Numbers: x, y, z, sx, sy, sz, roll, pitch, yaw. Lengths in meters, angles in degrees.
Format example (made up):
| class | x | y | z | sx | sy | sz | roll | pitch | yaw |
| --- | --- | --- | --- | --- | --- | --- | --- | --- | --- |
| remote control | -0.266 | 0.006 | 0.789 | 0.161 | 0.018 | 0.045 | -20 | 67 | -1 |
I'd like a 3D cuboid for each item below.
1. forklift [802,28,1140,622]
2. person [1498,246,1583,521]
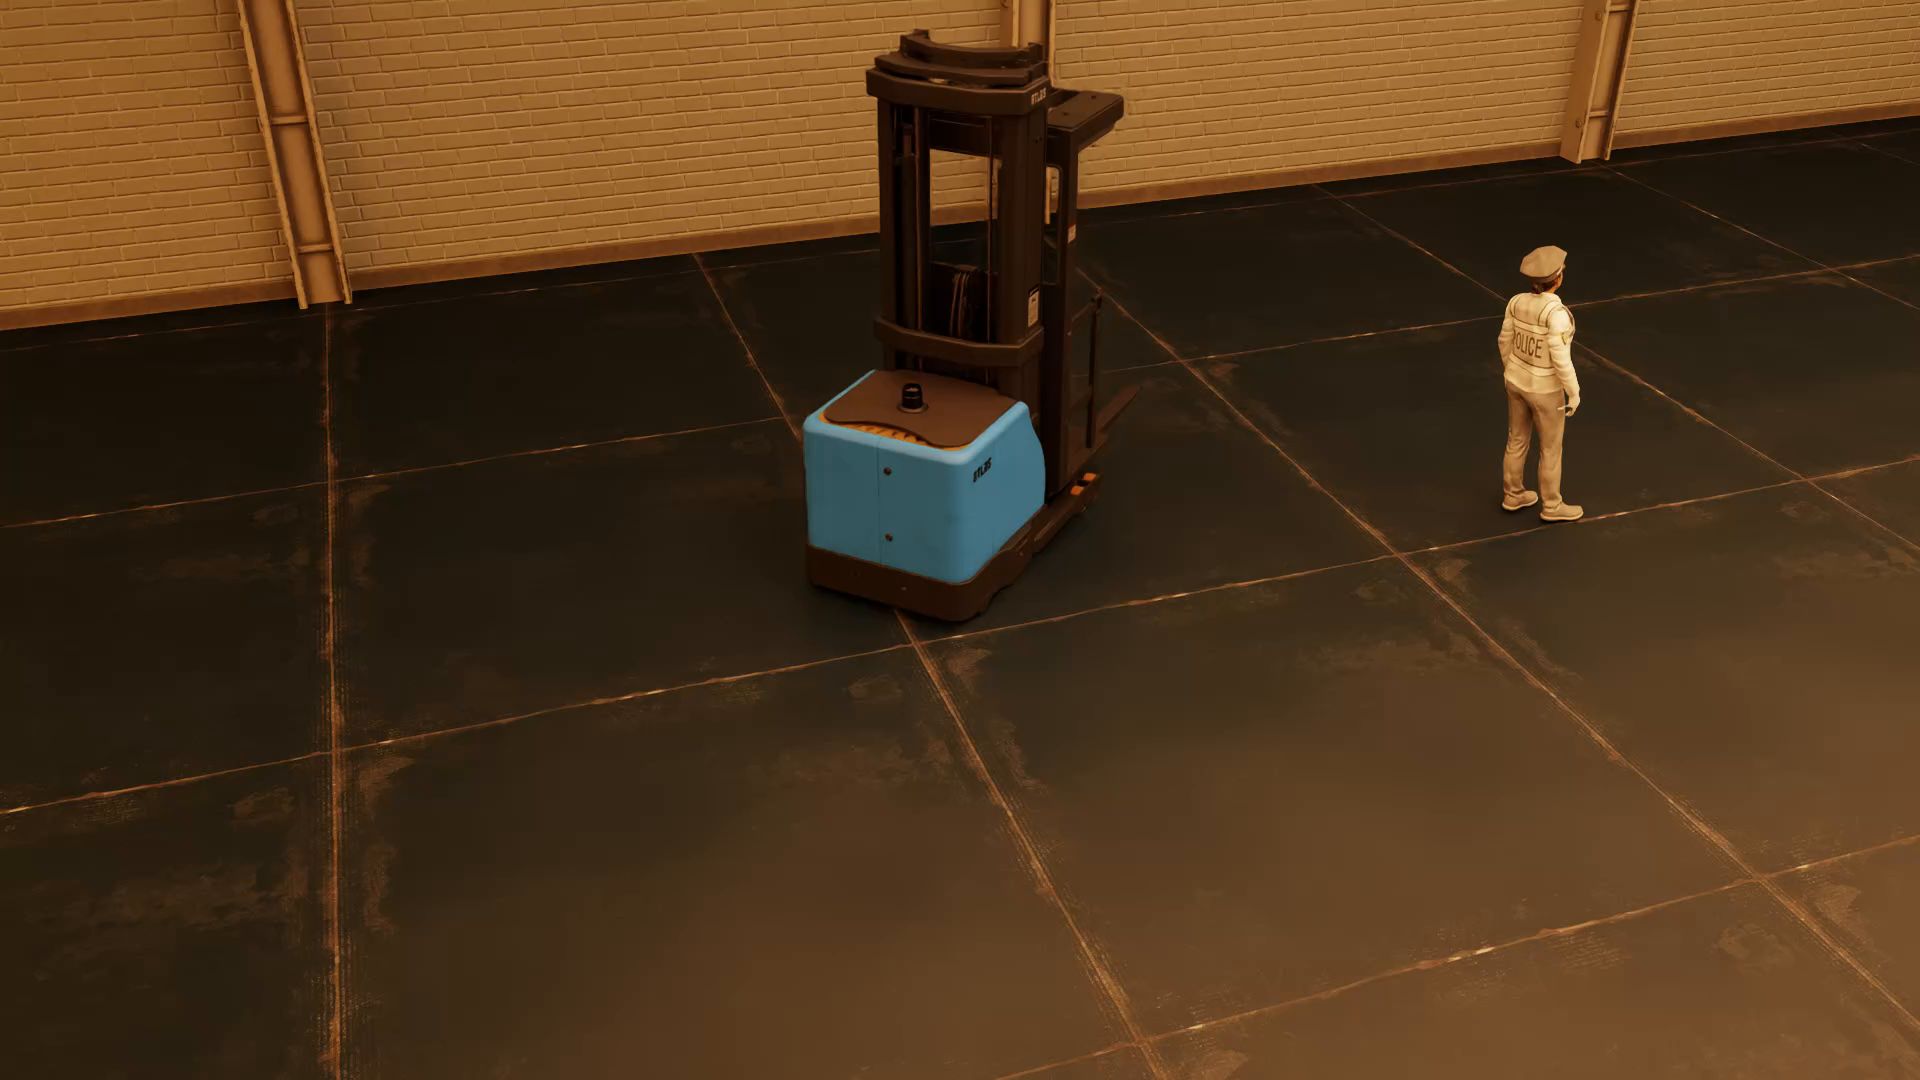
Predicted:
| class | x | y | z | sx | sy | sz | roll | pitch | yaw |
| --- | --- | --- | --- | --- | --- | --- | --- | --- | --- |
| forklift | 0.247 | -1.533 | 9.751 | 1.130 | 2.935 | 3.031 | 14 | 33 | 23 |
| person | 3.496 | -0.942 | 9.949 | 0.532 | 1.694 | 0.586 | -15 | 33 | -24 |
